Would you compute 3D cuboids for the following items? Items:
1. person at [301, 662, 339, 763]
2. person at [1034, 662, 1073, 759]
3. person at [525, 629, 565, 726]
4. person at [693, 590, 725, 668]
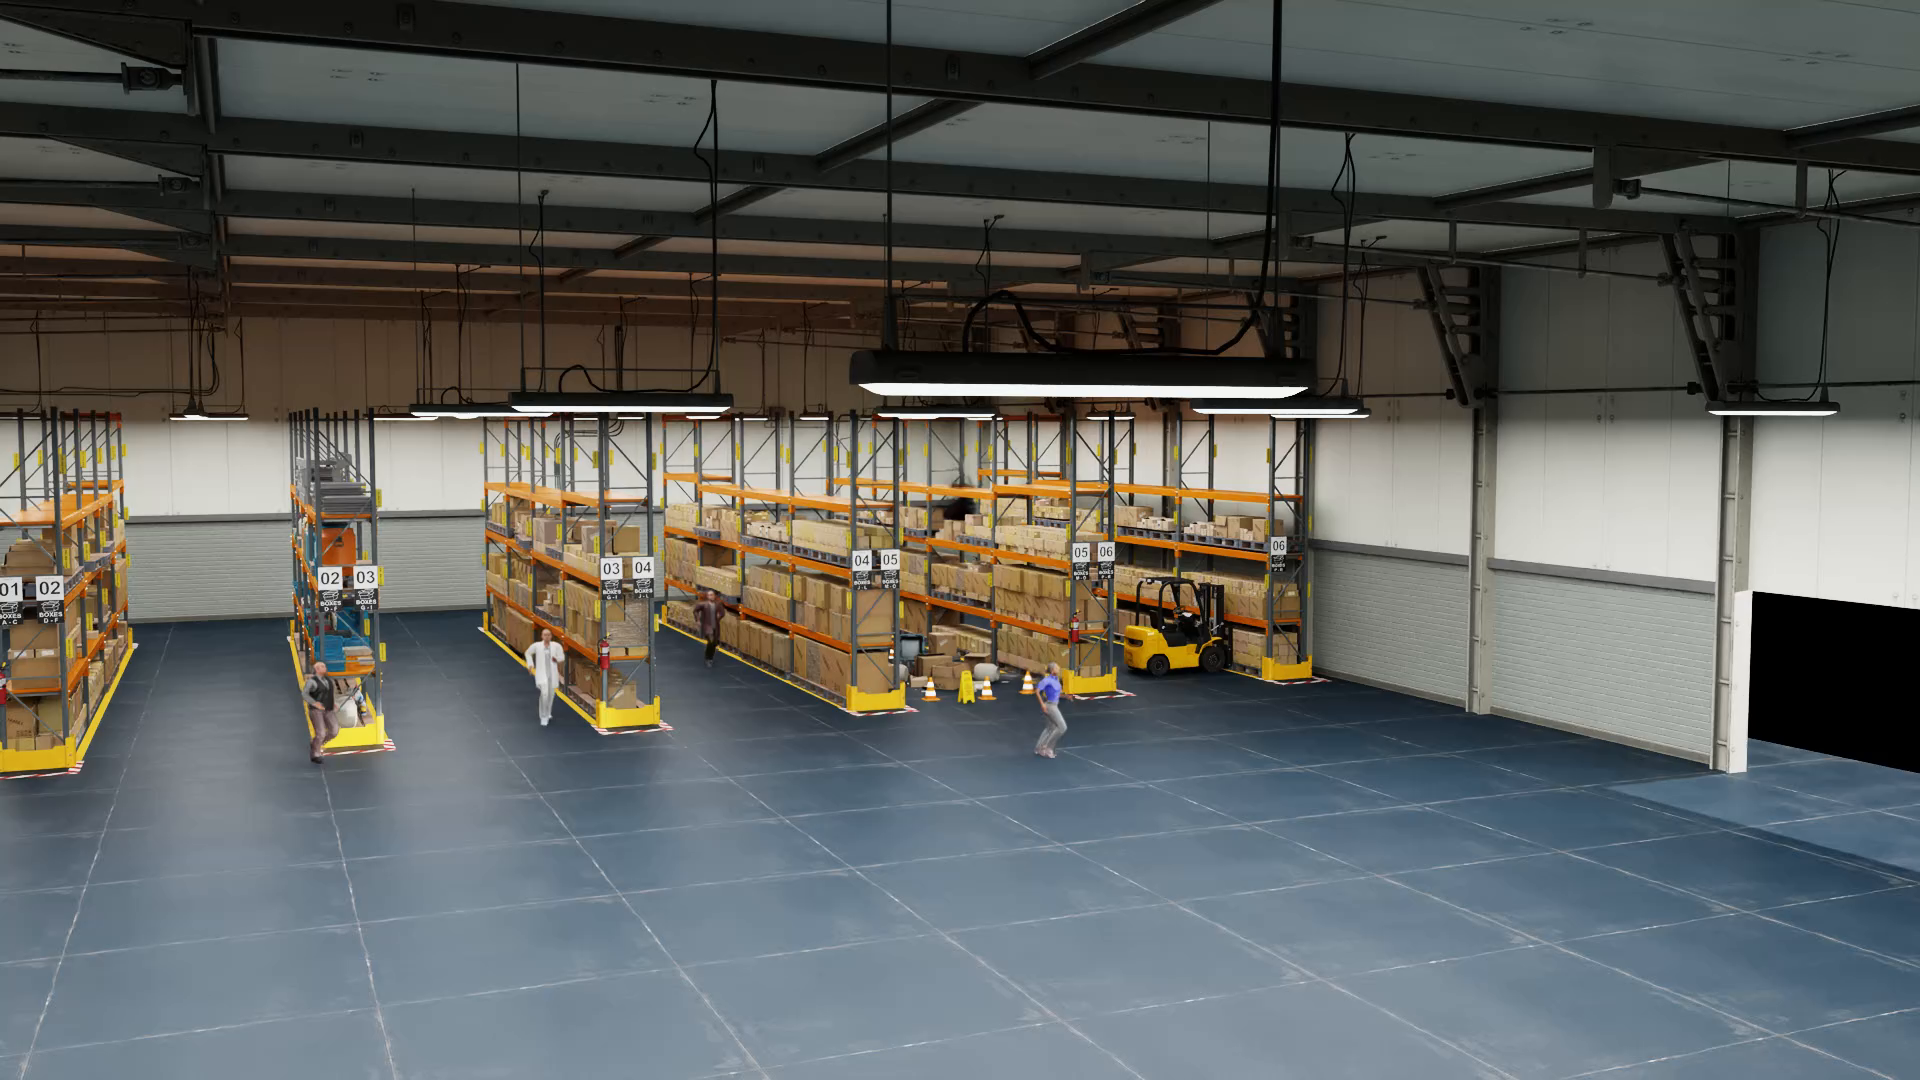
[{"bbox_3d":[-10.787,2.914,28.200,0.501,1.688,0.689,2,4,27],"label":"person"},{"bbox_3d":[1.598,2.923,28.489,0.667,1.642,0.575,1,4,14],"label":"person"},{"bbox_3d":[-7.895,2.617,31.758,0.670,1.846,0.829,-2,5,-29],"label":"person"},{"bbox_3d":[-5.861,2.100,39.159,0.671,1.823,0.798,-3,5,-32],"label":"person"}]
